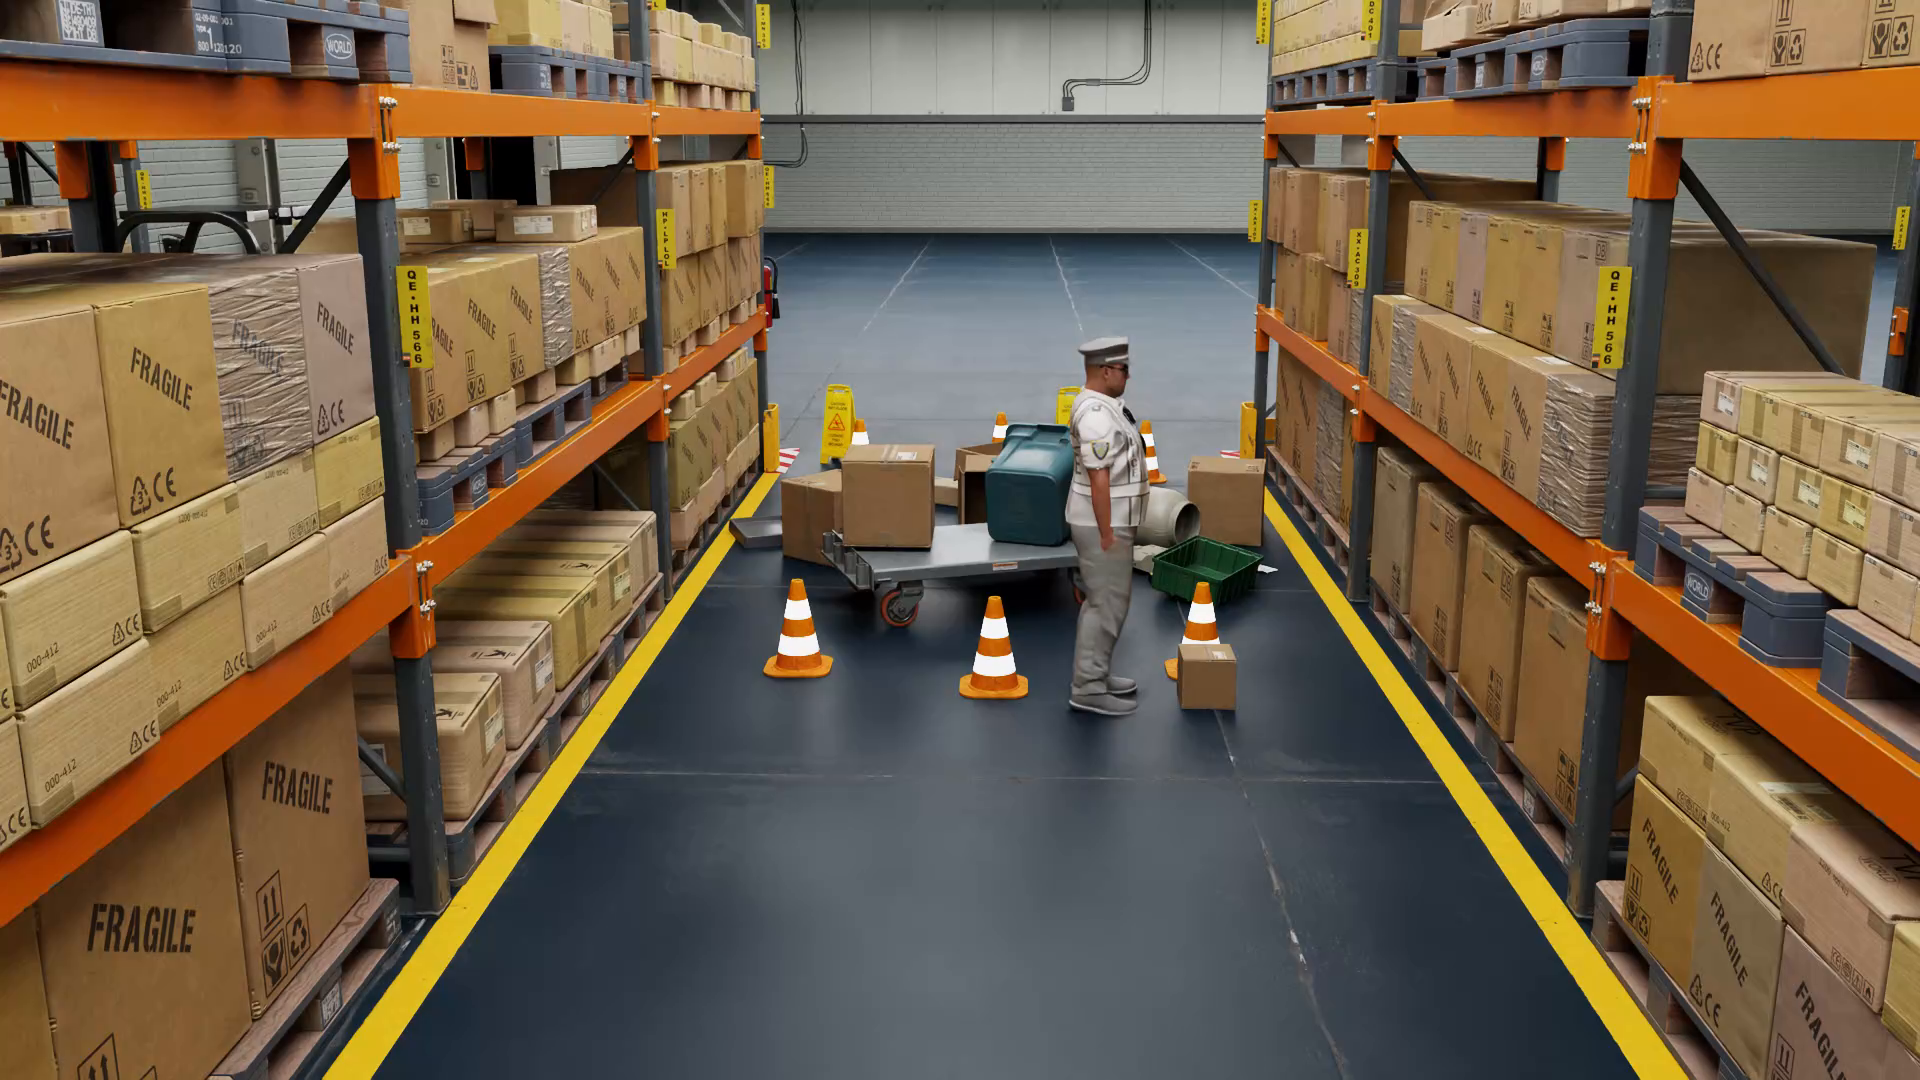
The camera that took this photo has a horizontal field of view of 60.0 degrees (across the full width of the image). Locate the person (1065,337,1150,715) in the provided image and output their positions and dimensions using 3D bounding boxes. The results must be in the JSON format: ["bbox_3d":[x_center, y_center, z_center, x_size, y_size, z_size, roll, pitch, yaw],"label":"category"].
[{"bbox_3d":[0.691,-0.075,7.824,0.393,1.759,0.528,1,14,3],"label":"person"}]
